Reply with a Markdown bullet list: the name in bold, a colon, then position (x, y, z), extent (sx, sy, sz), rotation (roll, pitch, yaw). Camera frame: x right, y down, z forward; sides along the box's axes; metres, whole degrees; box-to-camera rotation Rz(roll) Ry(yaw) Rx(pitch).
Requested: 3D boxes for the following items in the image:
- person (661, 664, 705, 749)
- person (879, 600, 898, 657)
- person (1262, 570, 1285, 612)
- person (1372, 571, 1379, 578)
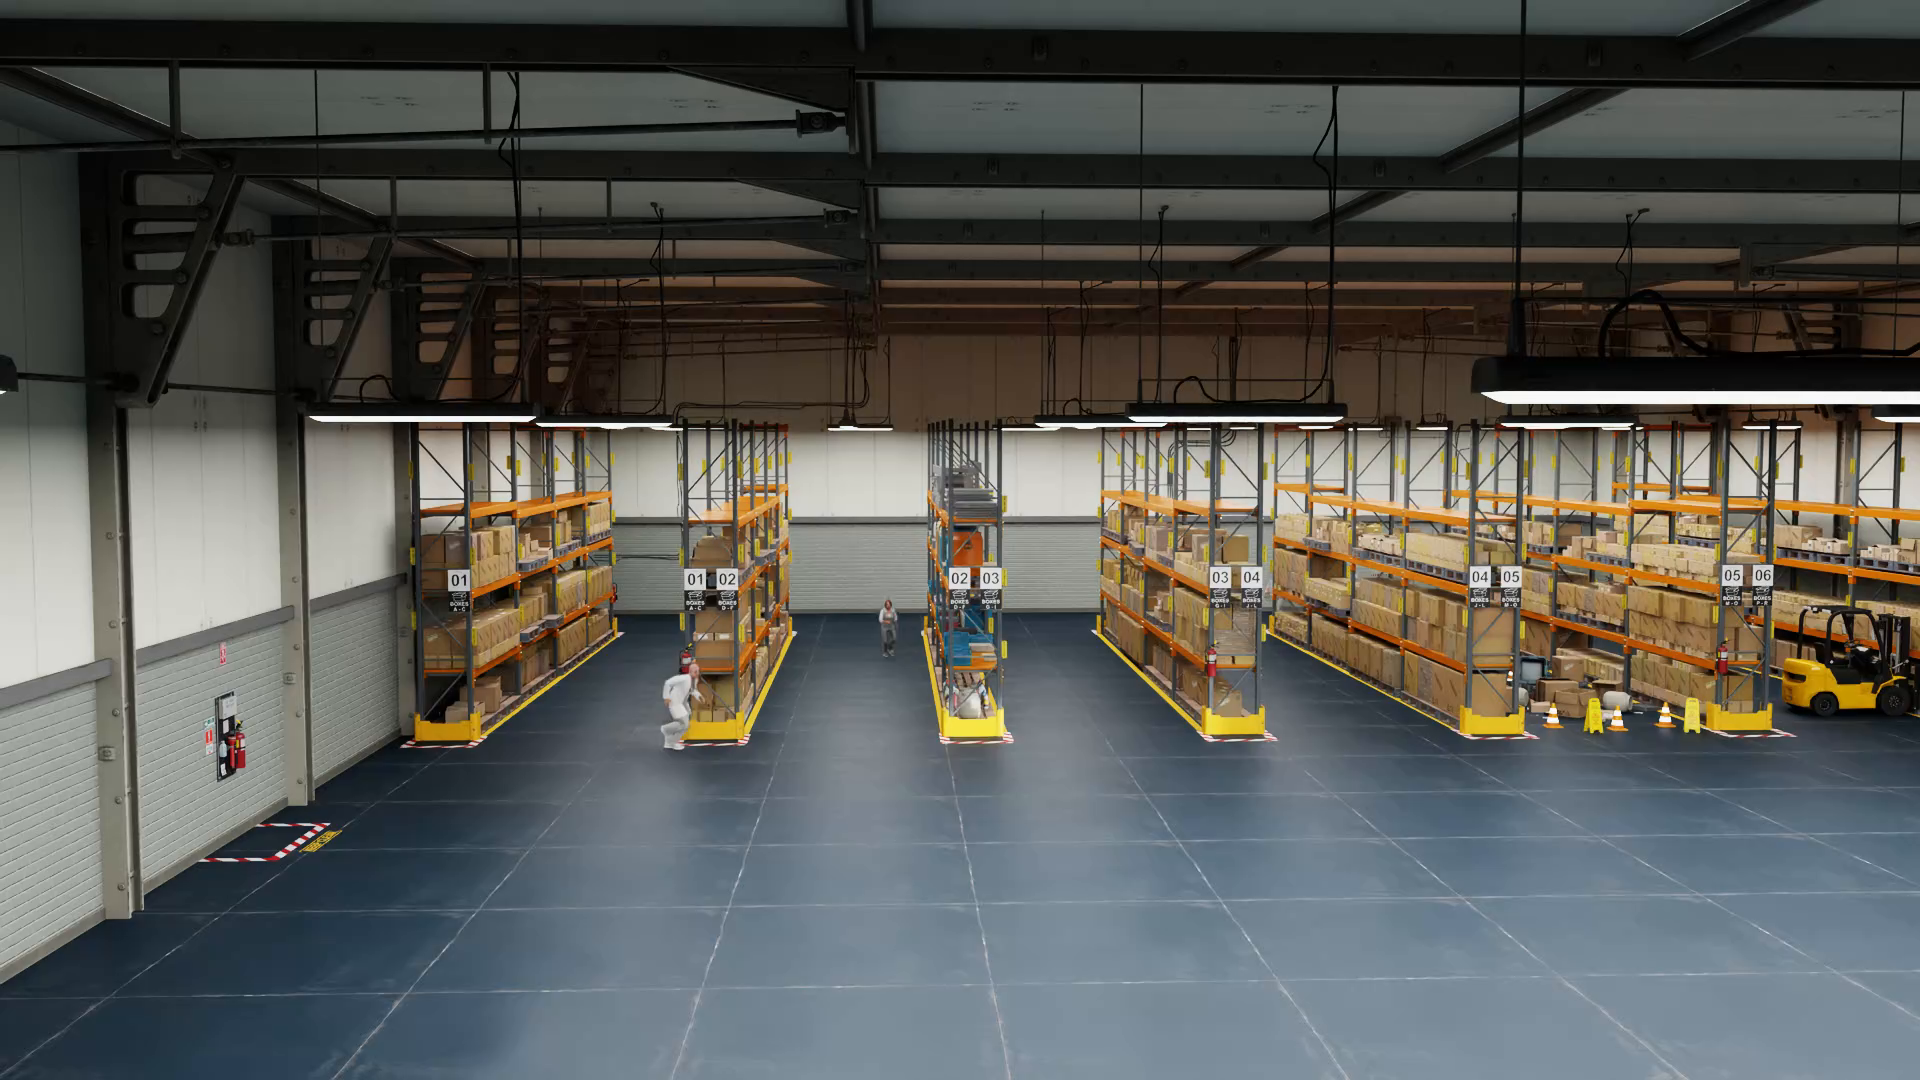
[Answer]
- **person**: position (-5.028, 3.013, 29.973), extent (0.873, 1.591, 0.736), rotation (2, 4, 26)
- **person**: position (-1.816, 2.257, 42.346), extent (0.544, 1.498, 0.826), rotation (-1, 4, -15)
- **person**: position (9.309, 1.721, 48.979), extent (0.941, 1.698, 0.624), rotation (-2, 4, -33)
- **person**: position (12.526, 1.753, 49.056), extent (0.989, 1.679, 0.649), rotation (0, 4, -2)
